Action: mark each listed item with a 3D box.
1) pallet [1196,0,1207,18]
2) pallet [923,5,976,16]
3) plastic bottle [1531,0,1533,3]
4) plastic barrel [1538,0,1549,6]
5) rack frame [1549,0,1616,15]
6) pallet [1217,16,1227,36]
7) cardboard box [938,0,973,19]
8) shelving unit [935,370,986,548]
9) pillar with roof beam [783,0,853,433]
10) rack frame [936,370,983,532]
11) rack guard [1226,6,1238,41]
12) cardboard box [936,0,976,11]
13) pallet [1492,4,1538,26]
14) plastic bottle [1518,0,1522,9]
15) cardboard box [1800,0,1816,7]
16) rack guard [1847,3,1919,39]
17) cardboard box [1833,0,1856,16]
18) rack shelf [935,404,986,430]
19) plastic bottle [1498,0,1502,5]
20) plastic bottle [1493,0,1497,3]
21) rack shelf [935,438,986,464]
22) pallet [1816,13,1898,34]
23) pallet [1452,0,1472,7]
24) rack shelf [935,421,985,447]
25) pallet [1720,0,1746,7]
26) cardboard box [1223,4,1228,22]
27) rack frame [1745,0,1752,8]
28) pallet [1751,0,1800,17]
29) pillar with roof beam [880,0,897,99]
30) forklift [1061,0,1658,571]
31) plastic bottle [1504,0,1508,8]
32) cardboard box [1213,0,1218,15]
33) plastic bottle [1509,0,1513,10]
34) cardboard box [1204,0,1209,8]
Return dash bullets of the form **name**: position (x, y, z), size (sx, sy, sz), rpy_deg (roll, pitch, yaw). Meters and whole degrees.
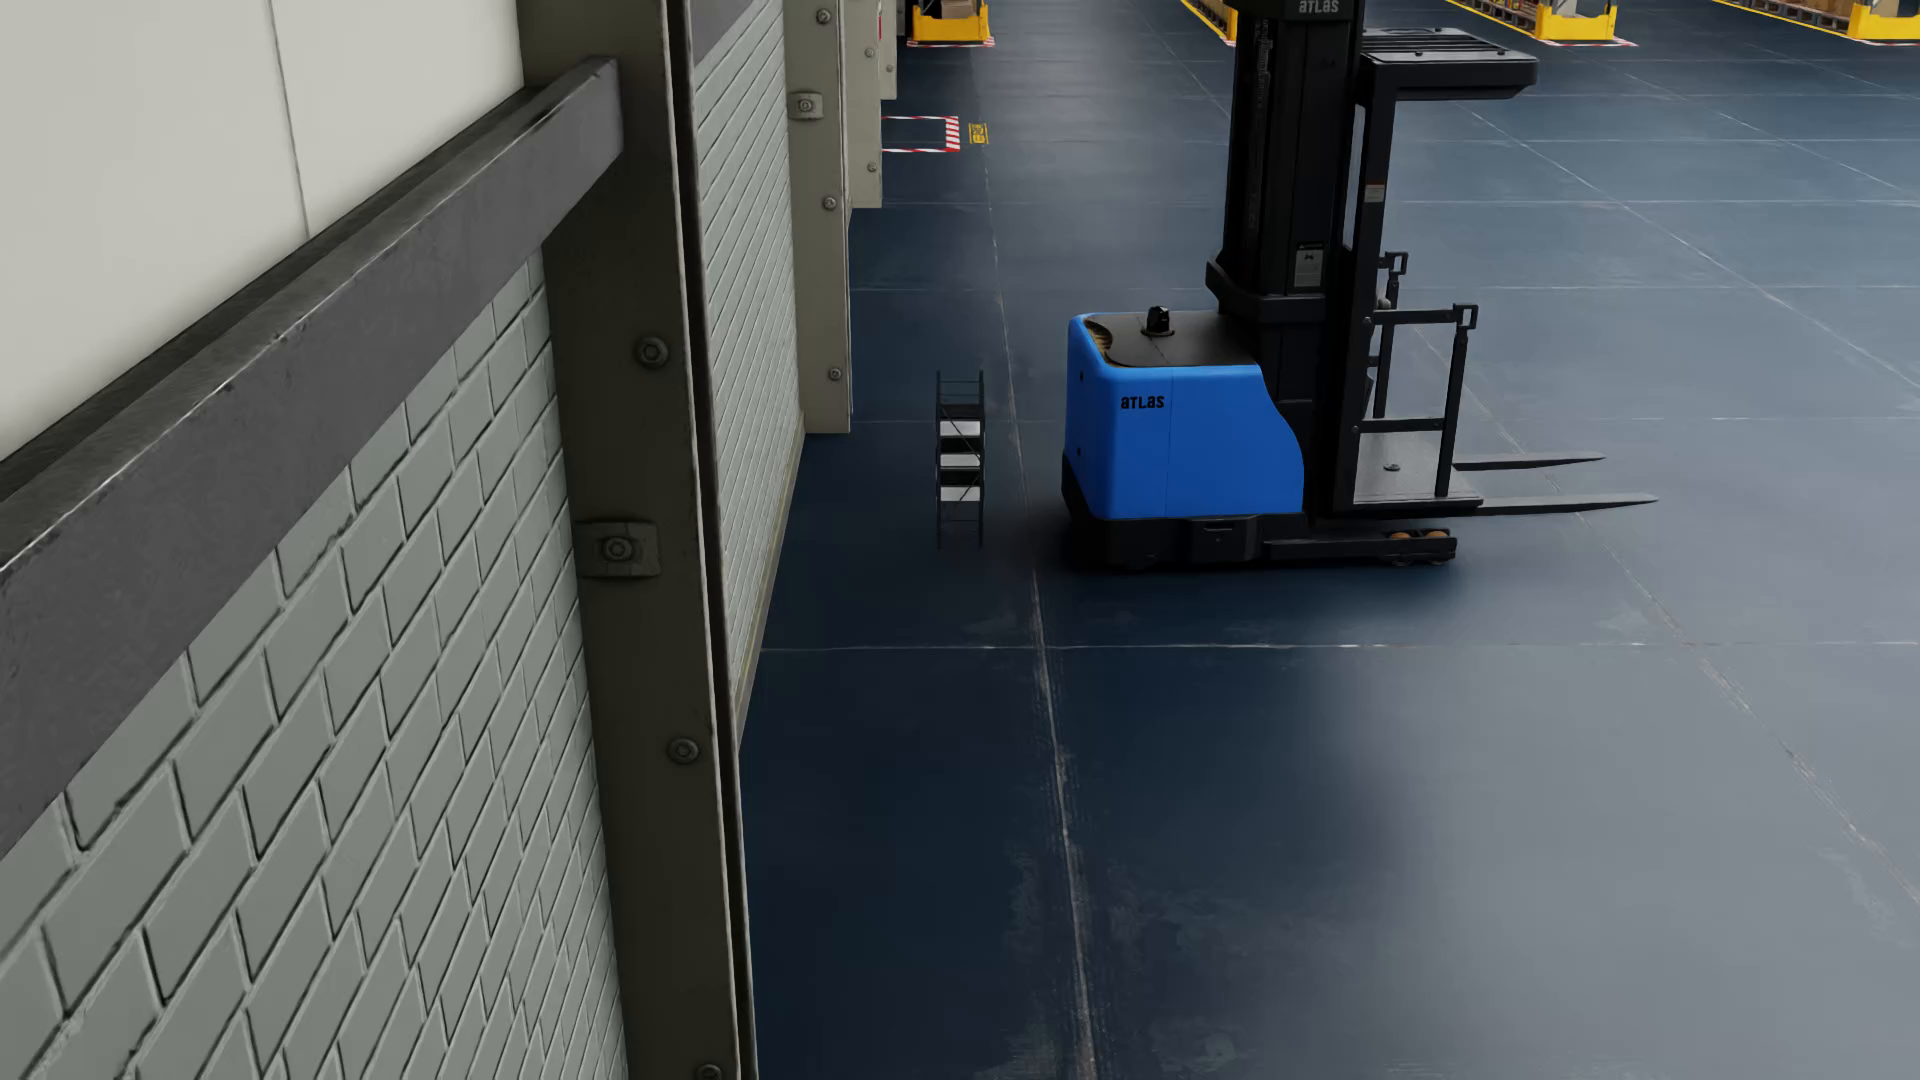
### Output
- **pallet**: position (4.719, -9.310, 29.079), size (1.003, 0.211, 1.213), rpy_deg (0, 24, -1)
- **pallet**: position (-0.142, -8.834, 28.025), size (1.003, 0.211, 1.213), rpy_deg (0, 24, -1)
- **plastic bottle**: position (9.904, -9.405, 28.667), size (0.061, 0.283, 0.133), rpy_deg (0, 24, -1)
- **plastic barrel**: position (9.660, -8.816, 27.112), size (0.421, 0.512, 0.421), rpy_deg (0, 24, 0)
- **rack frame**: position (9.749, -9.281, 25.631), size (1.000, 3.000, 0.127), rpy_deg (0, 24, -1)
- **pallet**: position (4.746, -8.305, 26.856), size (1.003, 0.211, 1.213), rpy_deg (0, 24, -1)
- **cardboard box**: position (-0.075, -8.497, 26.627), size (0.500, 0.311, 0.500), rpy_deg (-3, 25, -7)
- **shelving unit**: position (0.000, -0.413, 8.572), size (0.258, 0.900, 0.210), rpy_deg (0, 24, -1)
- **pillar with roof beam**: position (3.471, -4.857, 8.568), size (9.100, 9.000, 0.400), rpy_deg (0, 24, -1)
- **rack frame**: position (-0.001, -0.455, 8.665), size (0.240, 0.900, 0.006), rpy_deg (0, 24, -1)
- **rack guard**: position (4.796, -8.111, 26.078), size (1.175, 0.500, 0.348), rpy_deg (0, 24, -1)
- **cardboard box**: position (-0.039, -9.121, 27.776), size (0.700, 0.500, 0.500), rpy_deg (-2, 24, -4)
- **pallet**: position (9.687, -8.878, 28.123), size (1.003, 0.211, 1.213), rpy_deg (0, 24, -1)
- **plastic bottle**: position (9.422, -9.103, 28.000), size (0.061, 0.283, 0.133), rpy_deg (0, 24, -1)
- **cardboard box**: position (14.722, -9.347, 28.301), size (0.500, 0.500, 0.500), rpy_deg (-2, 24, -5)
- **rack guard**: position (14.701, -8.196, 26.264), size (1.175, 0.500, 0.348), rpy_deg (0, 24, -1)
- **cardboard box**: position (14.671, -8.859, 27.222), size (0.500, 0.500, 0.500), rpy_deg (6, 25, 13)
- **rack shelf**: position (0.000, -0.629, 8.474), size (0.258, 0.077, 0.200), rpy_deg (0, 24, -1)
- **plastic bottle**: position (9.306, -9.335, 28.431), size (0.144, 0.351, 0.185), rpy_deg (0, 24, -1)
- **plastic bottle**: position (9.262, -9.412, 28.682), size (0.061, 0.283, 0.133), rpy_deg (1, 24, 2)
- **rack shelf**: position (0.000, -0.465, 8.549), size (0.258, 0.077, 0.200), rpy_deg (0, 24, -1)
- **pallet**: position (14.727, -8.399, 27.064), size (1.003, 0.211, 1.213), rpy_deg (0, 24, -1)
- **pallet**: position (9.658, -9.982, 30.565), size (1.003, 0.211, 1.213), rpy_deg (0, 24, -1)
- **rack shelf**: position (0.000, -0.547, 8.512), size (0.258, 0.077, 0.200), rpy_deg (0, 24, -1)
- **pallet**: position (14.648, -10.002, 30.608), size (1.003, 0.211, 1.213), rpy_deg (0, 24, -1)
- **cardboard box**: position (4.495, -8.418, 26.551), size (0.500, 0.250, 0.500), rpy_deg (0, 24, -1)
- **rack frame**: position (14.658, -10.952, 29.324), size (1.000, 3.000, 0.127), rpy_deg (0, 24, -1)
- **pallet**: position (14.701, -9.404, 29.287), size (1.003, 0.211, 1.213), rpy_deg (0, 24, -1)
- **pillar with roof beam**: position (3.340, -9.801, 19.501), size (9.100, 9.000, 0.400), rpy_deg (0, 24, -1)
- **forklift**: position (2.107, -1.419, 8.331), size (3.031, 2.935, 1.130), rpy_deg (-2, 24, -5)
- **plastic bottle**: position (9.314, -9.156, 28.127), size (0.152, 0.276, 0.135), rpy_deg (-1, 24, -2)
- **cardboard box**: position (4.470, -8.830, 27.462), size (0.500, 0.250, 0.500), rpy_deg (0, 24, -1)
- **plastic bottle**: position (9.271, -9.047, 27.875), size (0.061, 0.283, 0.133), rpy_deg (0, 24, 1)
- **cardboard box**: position (4.455, -9.243, 28.373), size (0.500, 0.250, 0.500), rpy_deg (0, 24, -1)
